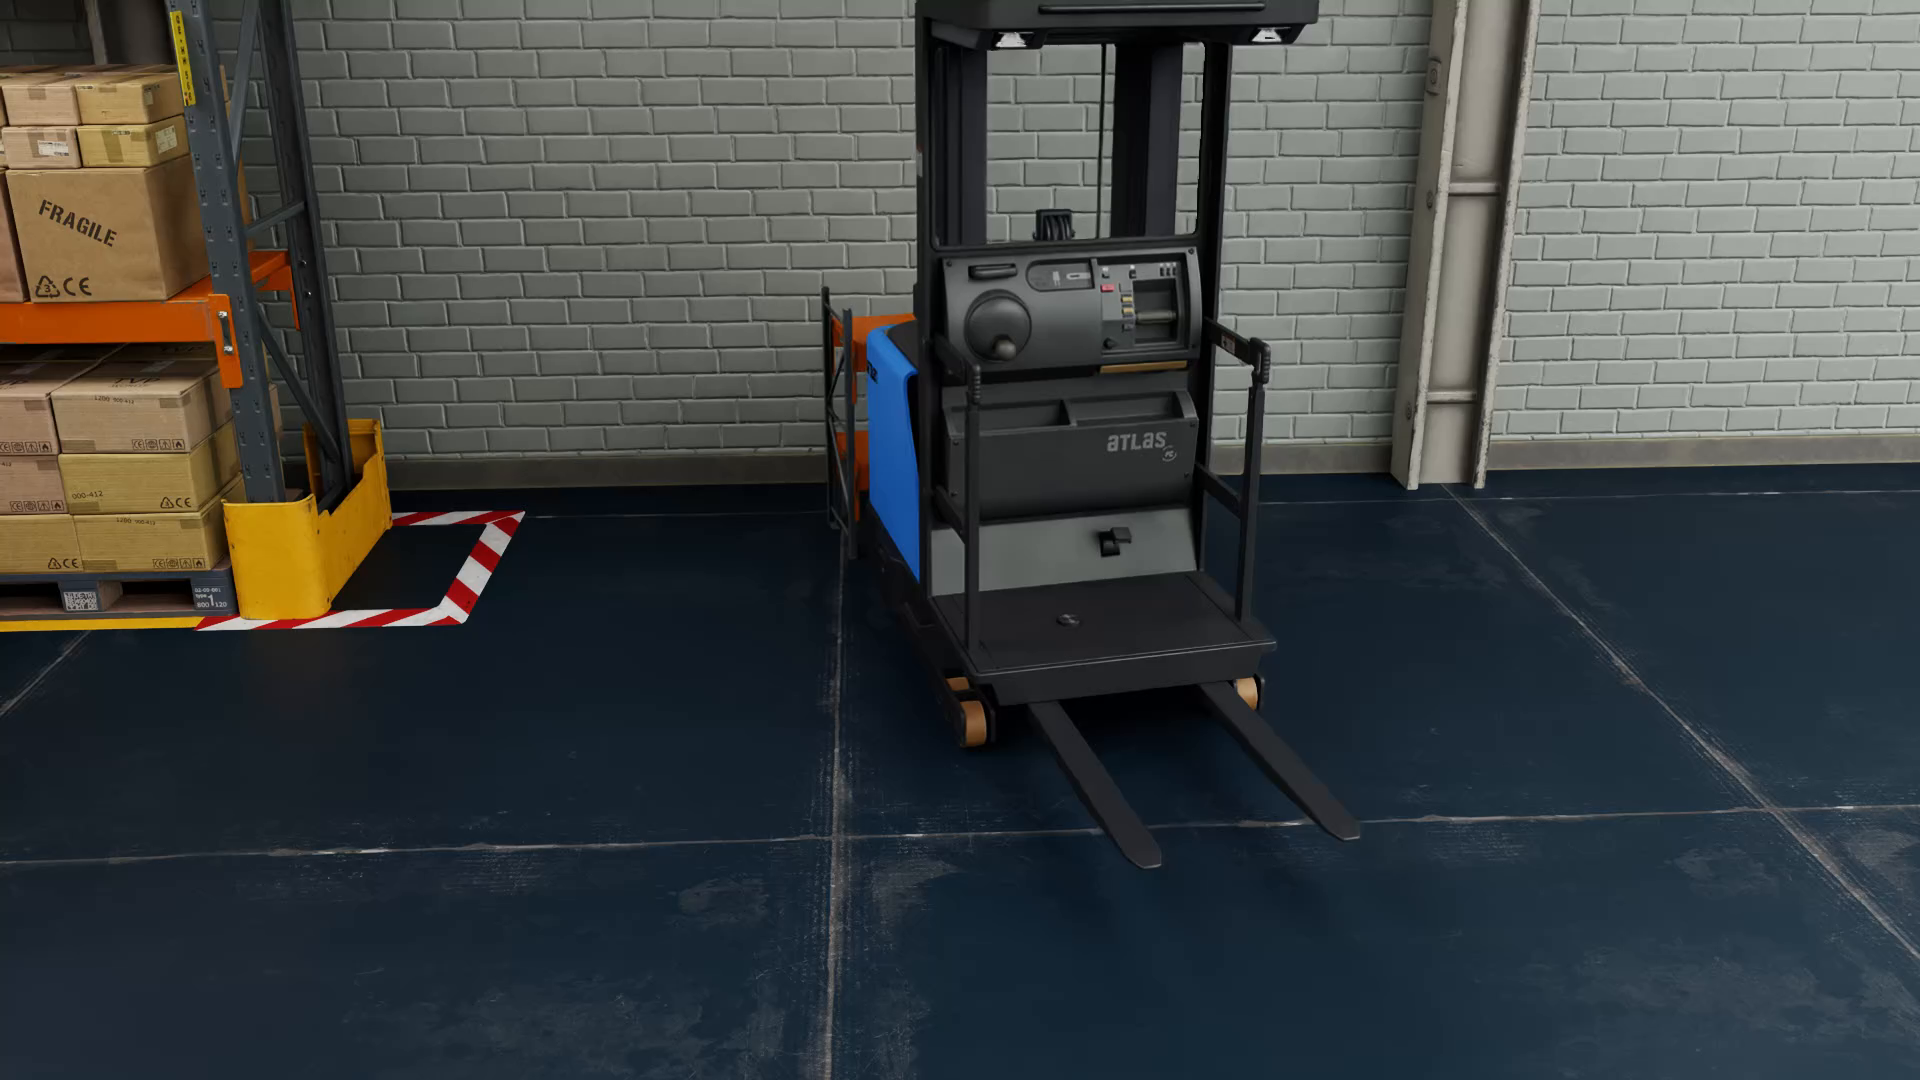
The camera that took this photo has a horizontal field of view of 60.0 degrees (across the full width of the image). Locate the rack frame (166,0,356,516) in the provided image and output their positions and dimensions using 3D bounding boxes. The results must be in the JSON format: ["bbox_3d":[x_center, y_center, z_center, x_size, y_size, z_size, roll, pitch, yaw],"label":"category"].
[{"bbox_3d":[-2.830,-1.284,6.779,0.127,3.000,1.000,-1,21,-3],"label":"rack frame"}]

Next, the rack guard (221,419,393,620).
[{"bbox_3d":[-2.806,-0.117,7.225,0.348,0.500,1.175,-1,21,-3],"label":"rack guard"}]

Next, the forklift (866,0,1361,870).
[{"bbox_3d":[0.452,-0.803,5.611,1.130,2.935,3.031,-5,21,-13],"label":"forklift"}]

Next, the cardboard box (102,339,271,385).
[{"bbox_3d":[-3.321,-0.720,7.166,0.500,0.250,0.500,-1,21,-4],"label":"cardboard box"}]

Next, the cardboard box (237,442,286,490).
[{"bbox_3d":[-3.332,-0.255,7.349,0.500,0.250,0.500,-1,21,-3],"label":"cardboard box"}]

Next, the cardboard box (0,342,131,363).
[{"bbox_3d":[-3.819,-0.709,7.136,0.500,0.250,0.500,-1,21,-3],"label":"cardboard box"}]

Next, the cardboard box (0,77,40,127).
[{"bbox_3d":[-3.680,-1.660,6.295,0.250,0.149,0.380,-1,21,-2],"label":"cardboard box"}]

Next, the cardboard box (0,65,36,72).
[{"bbox_3d":[-3.951,-1.839,6.765,0.250,0.149,0.380,-1,21,-3],"label":"cardboard box"}]

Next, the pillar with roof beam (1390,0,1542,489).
[{"bbox_3d":[2.659,-2.987,2.818,0.400,9.000,9.100,-1,21,-3],"label":"pillar with roof beam"}]

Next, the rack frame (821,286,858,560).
[{"bbox_3d":[-0.539,-0.525,7.420,0.032,1.125,0.500,-6,22,-15],"label":"rack frame"}]

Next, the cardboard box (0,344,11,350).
[{"bbox_3d":[-4.319,-0.703,7.120,0.500,0.250,0.500,-1,21,-3],"label":"cardboard box"}]

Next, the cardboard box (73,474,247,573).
[{"bbox_3d":[-3.281,-0.074,6.873,0.500,0.250,0.500,-1,21,-3],"label":"cardboard box"}]

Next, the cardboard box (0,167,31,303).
[{"bbox_3d":[-3.825,-1.221,6.471,0.500,0.500,0.500,-1,21,-1],"label":"cardboard box"}]

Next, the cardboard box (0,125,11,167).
[{"bbox_3d":[-3.676,-1.528,6.368,0.250,0.149,0.380,-1,21,-2],"label":"cardboard box"}]

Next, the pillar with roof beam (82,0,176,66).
[{"bbox_3d":[-3.331,-2.865,2.498,0.400,9.000,9.100,-1,21,-3],"label":"pillar with roof beam"}]

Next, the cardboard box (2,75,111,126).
[{"bbox_3d":[-3.420,-1.675,6.335,0.250,0.149,0.380,-1,21,-3],"label":"cardboard box"}]

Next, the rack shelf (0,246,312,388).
[{"bbox_3d":[-4.827,-0.908,6.800,4.000,0.370,1.077,-1,21,-3],"label":"rack shelf"}]

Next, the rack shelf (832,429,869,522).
[{"bbox_3d":[-0.051,-0.347,7.639,1.000,0.278,0.538,-6,22,-15],"label":"rack shelf"}]

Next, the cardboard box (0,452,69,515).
[{"bbox_3d":[-3.799,-0.302,6.770,0.500,0.250,0.500,-1,21,-4],"label":"cardboard box"}]

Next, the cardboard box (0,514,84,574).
[{"bbox_3d":[-3.778,-0.067,6.856,0.500,0.250,0.500,-1,21,-3],"label":"cardboard box"}]

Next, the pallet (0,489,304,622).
[{"bbox_3d":[-3.591,0.049,7.195,1.213,0.211,1.003,-1,21,-3],"label":"pallet"}]

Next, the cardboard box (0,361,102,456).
[{"bbox_3d":[-3.781,-0.530,6.667,0.500,0.250,0.500,-1,21,-2],"label":"cardboard box"}]

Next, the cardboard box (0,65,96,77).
[{"bbox_3d":[-3.704,-1.839,6.764,0.250,0.149,0.380,-1,21,-2],"label":"cardboard box"}]

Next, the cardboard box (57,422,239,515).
[{"bbox_3d":[-3.298,-0.308,6.787,0.500,0.250,0.500,-1,21,-4],"label":"cardboard box"}]

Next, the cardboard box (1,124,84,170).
[{"bbox_3d":[-3.414,-1.512,6.324,0.250,0.149,0.380,-1,21,-2],"label":"cardboard box"}]

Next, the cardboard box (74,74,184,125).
[{"bbox_3d":[-3.176,-1.691,6.377,0.250,0.149,0.380,-1,21,-3],"label":"cardboard box"}]

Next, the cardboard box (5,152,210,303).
[{"bbox_3d":[-3.306,-1.228,6.490,0.500,0.500,0.500,-2,21,-4],"label":"cardboard box"}]

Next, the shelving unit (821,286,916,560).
[{"bbox_3d":[-0.051,-0.576,7.552,1.048,1.125,0.538,-6,22,-15],"label":"shelving unit"}]

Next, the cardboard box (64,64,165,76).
[{"bbox_3d":[-3.447,-1.859,6.818,0.250,0.149,0.380,0,21,-1],"label":"cardboard box"}]

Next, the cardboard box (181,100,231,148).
[{"bbox_3d":[-3.184,-1.720,6.869,0.250,0.149,0.380,-2,21,-4],"label":"cardboard box"}]

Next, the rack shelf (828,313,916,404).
[{"bbox_3d":[-0.051,-0.849,7.448,1.000,0.278,0.538,-6,22,-15],"label":"rack shelf"}]

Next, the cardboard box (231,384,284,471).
[{"bbox_3d":[-3.311,-0.493,7.273,0.500,0.250,0.500,-1,21,-2],"label":"cardboard box"}]

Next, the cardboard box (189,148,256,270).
[{"bbox_3d":[-3.340,-1.420,6.994,0.500,0.500,0.500,0,21,-1],"label":"cardboard box"}]

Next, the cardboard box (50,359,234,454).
[{"bbox_3d":[-3.272,-0.543,6.700,0.500,0.250,0.500,0,21,-1],"label":"cardboard box"}]

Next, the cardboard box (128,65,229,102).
[{"bbox_3d":[-3.178,-1.842,6.774,0.250,0.149,0.380,-2,21,-4],"label":"cardboard box"}]

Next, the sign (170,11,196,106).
[{"bbox_3d":[-2.813,-1.743,6.024,0.005,0.325,0.100,-1,21,-3],"label":"sign"}]

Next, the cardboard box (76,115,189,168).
[{"bbox_3d":[-3.160,-1.528,6.366,0.250,0.149,0.380,-1,21,-2],"label":"cardboard box"}]
